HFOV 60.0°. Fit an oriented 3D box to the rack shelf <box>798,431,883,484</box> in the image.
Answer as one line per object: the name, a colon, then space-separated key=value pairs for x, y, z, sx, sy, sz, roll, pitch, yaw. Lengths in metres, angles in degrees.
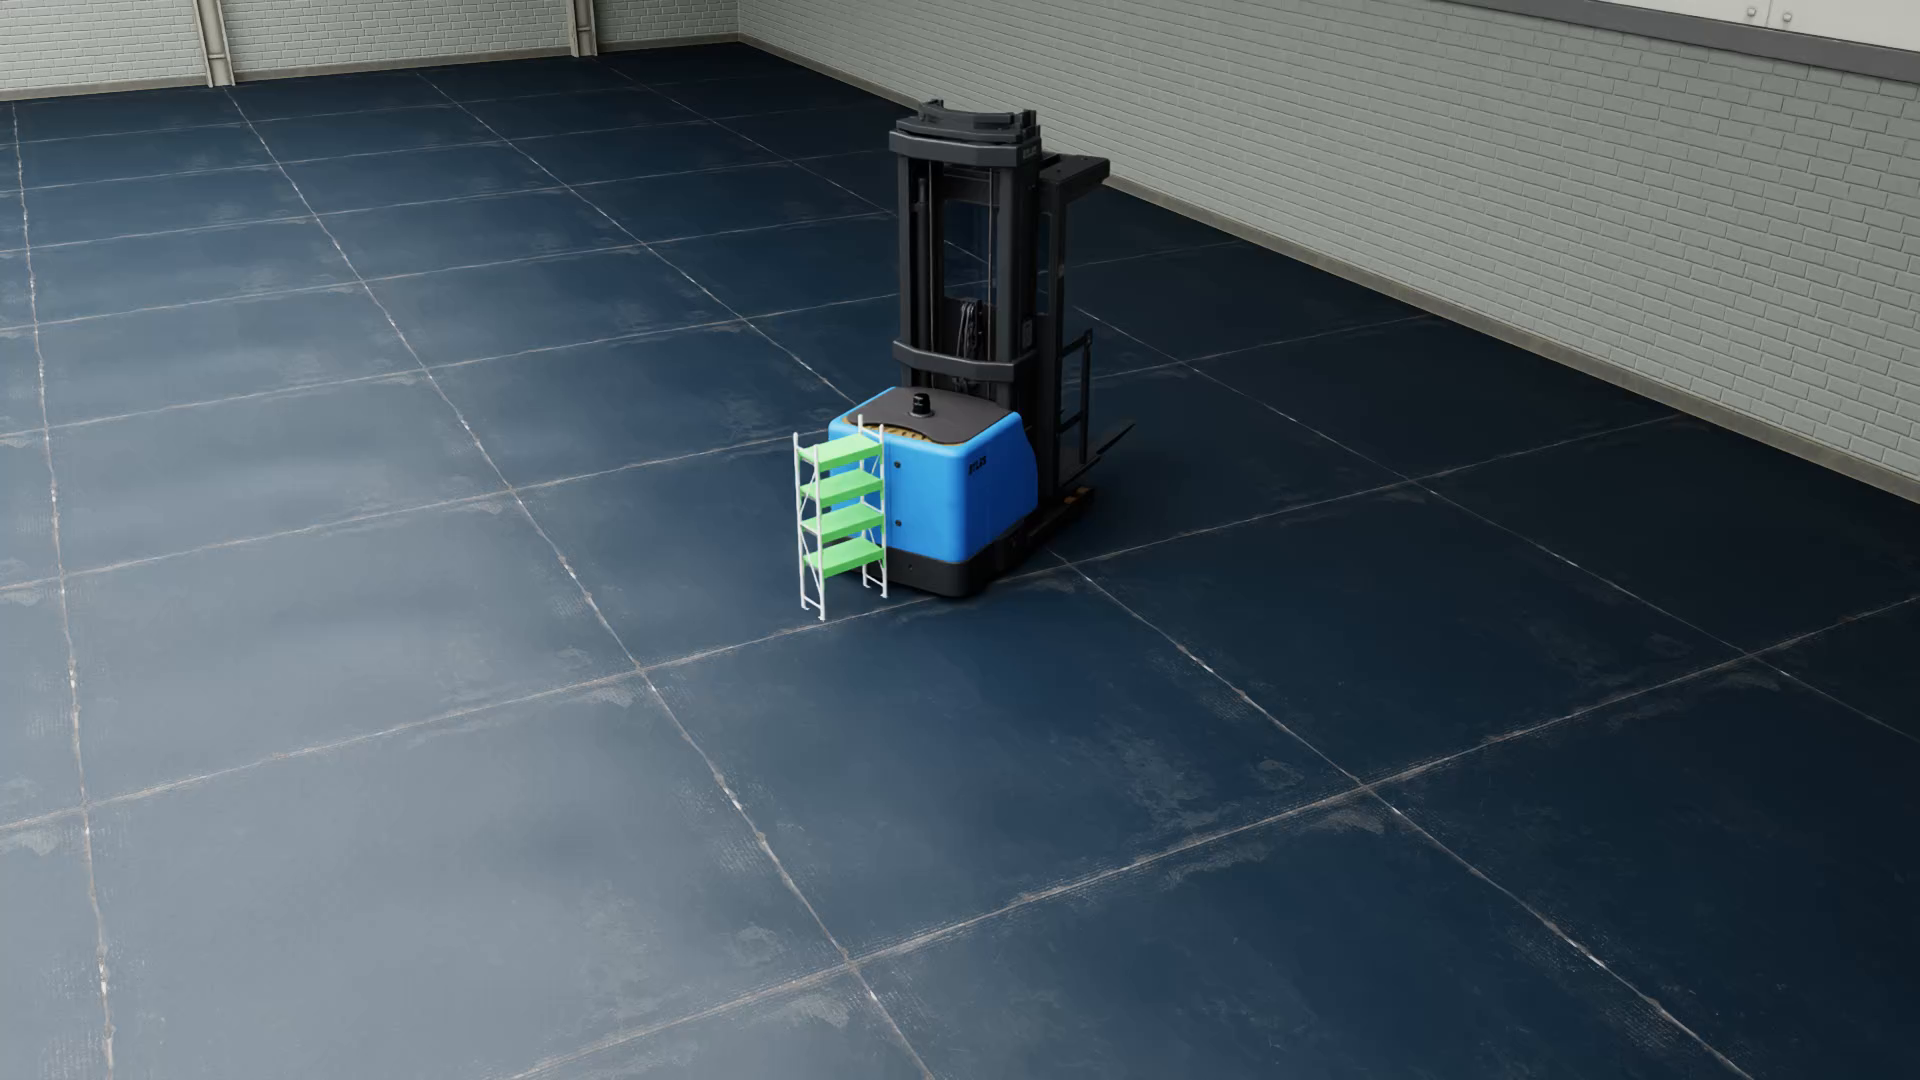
rack shelf: x=-0.743 y=-0.511 z=10.268 sx=0.480 sy=0.148 sz=0.258 roll=-19 pitch=32 yaw=-35

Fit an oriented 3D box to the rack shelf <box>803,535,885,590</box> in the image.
rack shelf: x=-0.743 y=0.138 z=10.580 sx=0.480 sy=0.148 sz=0.258 roll=-19 pitch=32 yaw=-35

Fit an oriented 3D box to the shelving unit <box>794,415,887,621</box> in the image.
shelving unit: x=-0.743 y=-0.136 z=10.448 sx=0.503 sy=1.200 sz=0.258 roll=-19 pitch=32 yaw=-35

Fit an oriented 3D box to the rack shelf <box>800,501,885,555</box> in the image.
rack shelf: x=-0.743 y=-0.079 z=10.476 sx=0.480 sy=0.148 sz=0.258 roll=-19 pitch=32 yaw=-35

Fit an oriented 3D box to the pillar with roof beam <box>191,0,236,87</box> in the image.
pillar with roof beam: x=-9.918 y=-9.778 z=21.521 sx=0.400 sy=9.000 sz=9.100 roll=-13 pitch=29 yaw=-25

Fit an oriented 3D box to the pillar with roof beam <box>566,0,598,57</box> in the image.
pillar with roof beam: x=-4.624 y=-11.000 z=24.067 sx=0.400 sy=9.000 sz=9.100 roll=-13 pitch=29 yaw=-25

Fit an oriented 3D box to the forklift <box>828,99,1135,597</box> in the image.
forklift: x=0.316 y=-1.556 z=11.406 sx=1.130 sy=2.935 sz=3.031 roll=14 pitch=29 yaw=27

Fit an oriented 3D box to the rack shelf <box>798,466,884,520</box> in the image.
rack shelf: x=-0.743 y=-0.295 z=10.372 sx=0.480 sy=0.148 sz=0.258 roll=-19 pitch=32 yaw=-35

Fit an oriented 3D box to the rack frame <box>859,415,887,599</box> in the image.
rack frame: x=-0.553 y=-0.203 z=10.587 sx=0.015 sy=1.200 sz=0.240 roll=-19 pitch=32 yaw=-35

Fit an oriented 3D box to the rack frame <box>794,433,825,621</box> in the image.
rack frame: x=-0.933 y=-0.069 z=10.310 sx=0.015 sy=1.200 sz=0.240 roll=-19 pitch=32 yaw=-35
